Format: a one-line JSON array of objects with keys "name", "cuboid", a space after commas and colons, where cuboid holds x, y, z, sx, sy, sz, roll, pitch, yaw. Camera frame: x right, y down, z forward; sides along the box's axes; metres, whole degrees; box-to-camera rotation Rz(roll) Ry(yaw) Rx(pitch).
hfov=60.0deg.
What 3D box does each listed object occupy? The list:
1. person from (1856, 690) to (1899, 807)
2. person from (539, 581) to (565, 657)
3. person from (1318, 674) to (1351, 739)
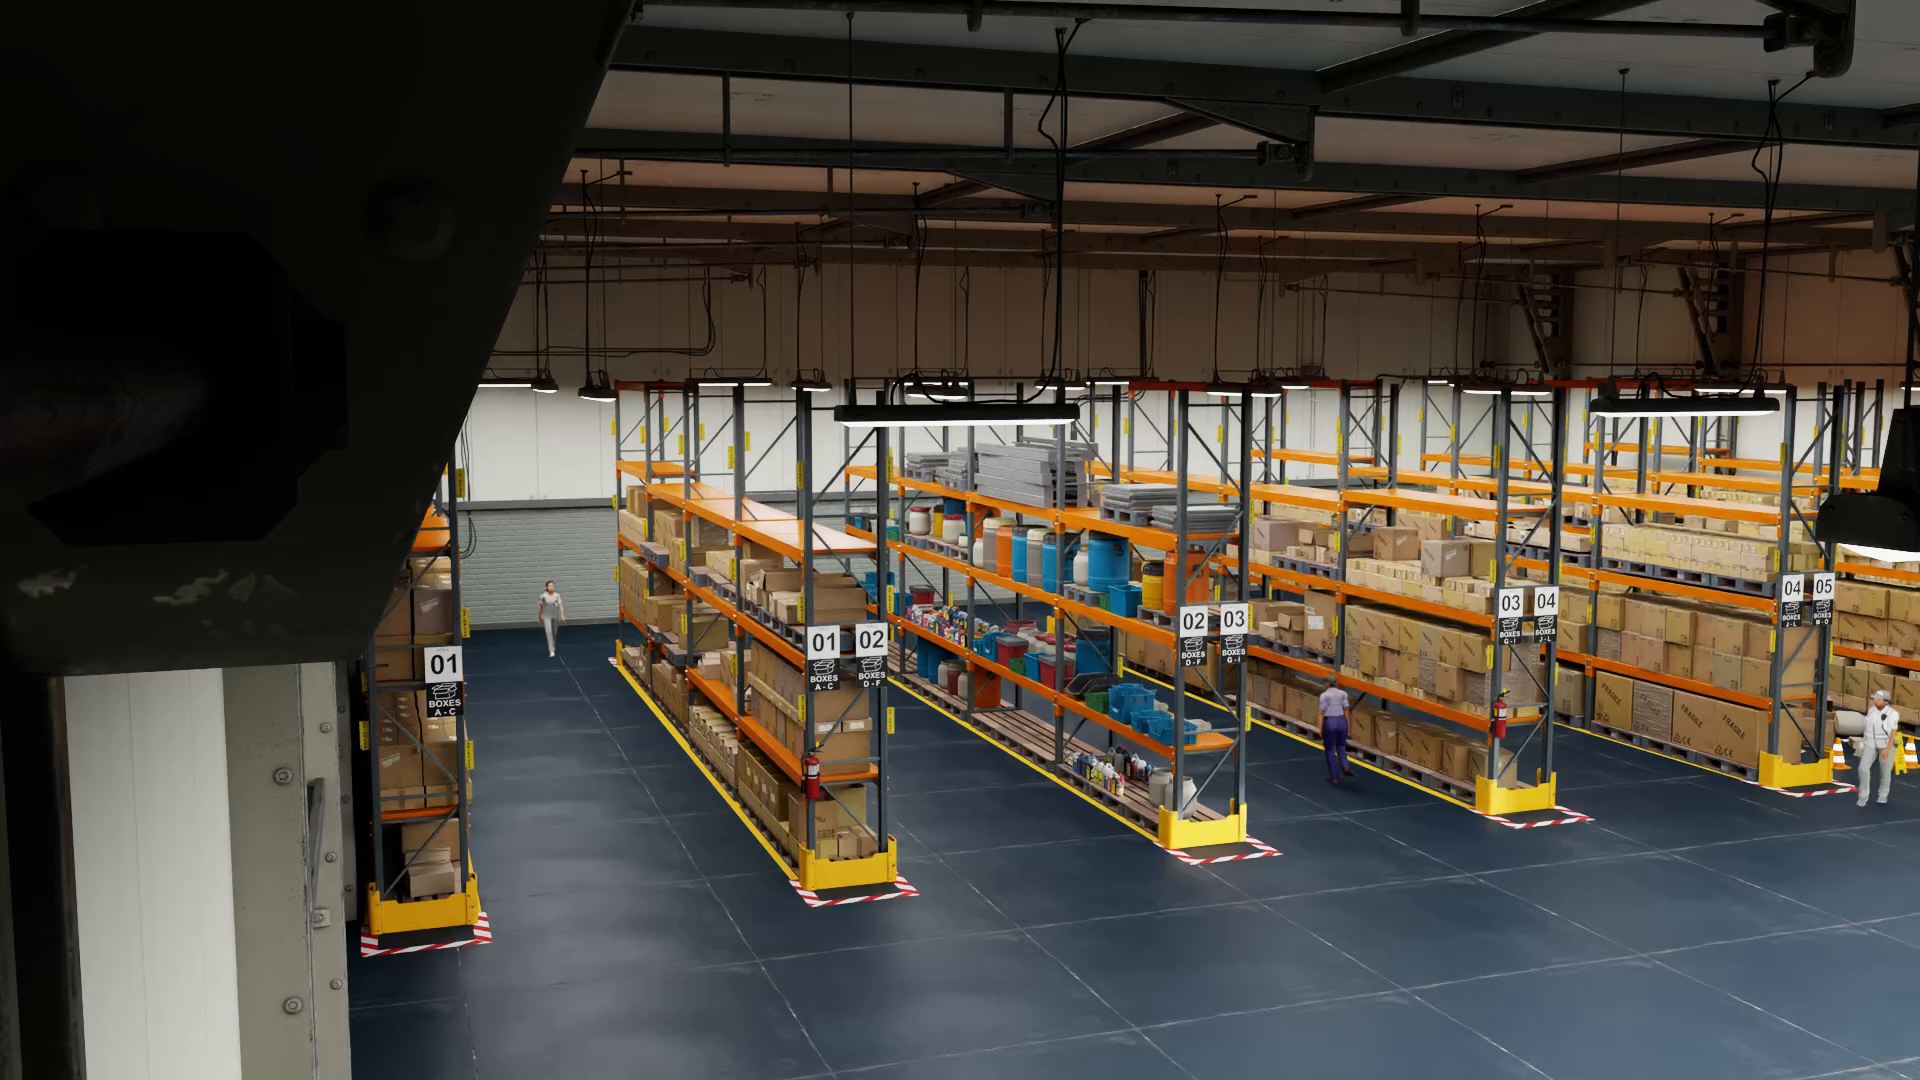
[{"name": "person", "cuboid": [13.202, 3.016, 23.864, 0.452, 1.738, 0.569, 6, 8, 44]}, {"name": "person", "cuboid": [-8.896, 1.694, 36.220, 0.511, 1.591, 1.058, -2, 7, -22]}, {"name": "person", "cuboid": [5.648, 2.524, 25.231, 0.511, 0.968, 0.284, -1, 6, -13]}]
